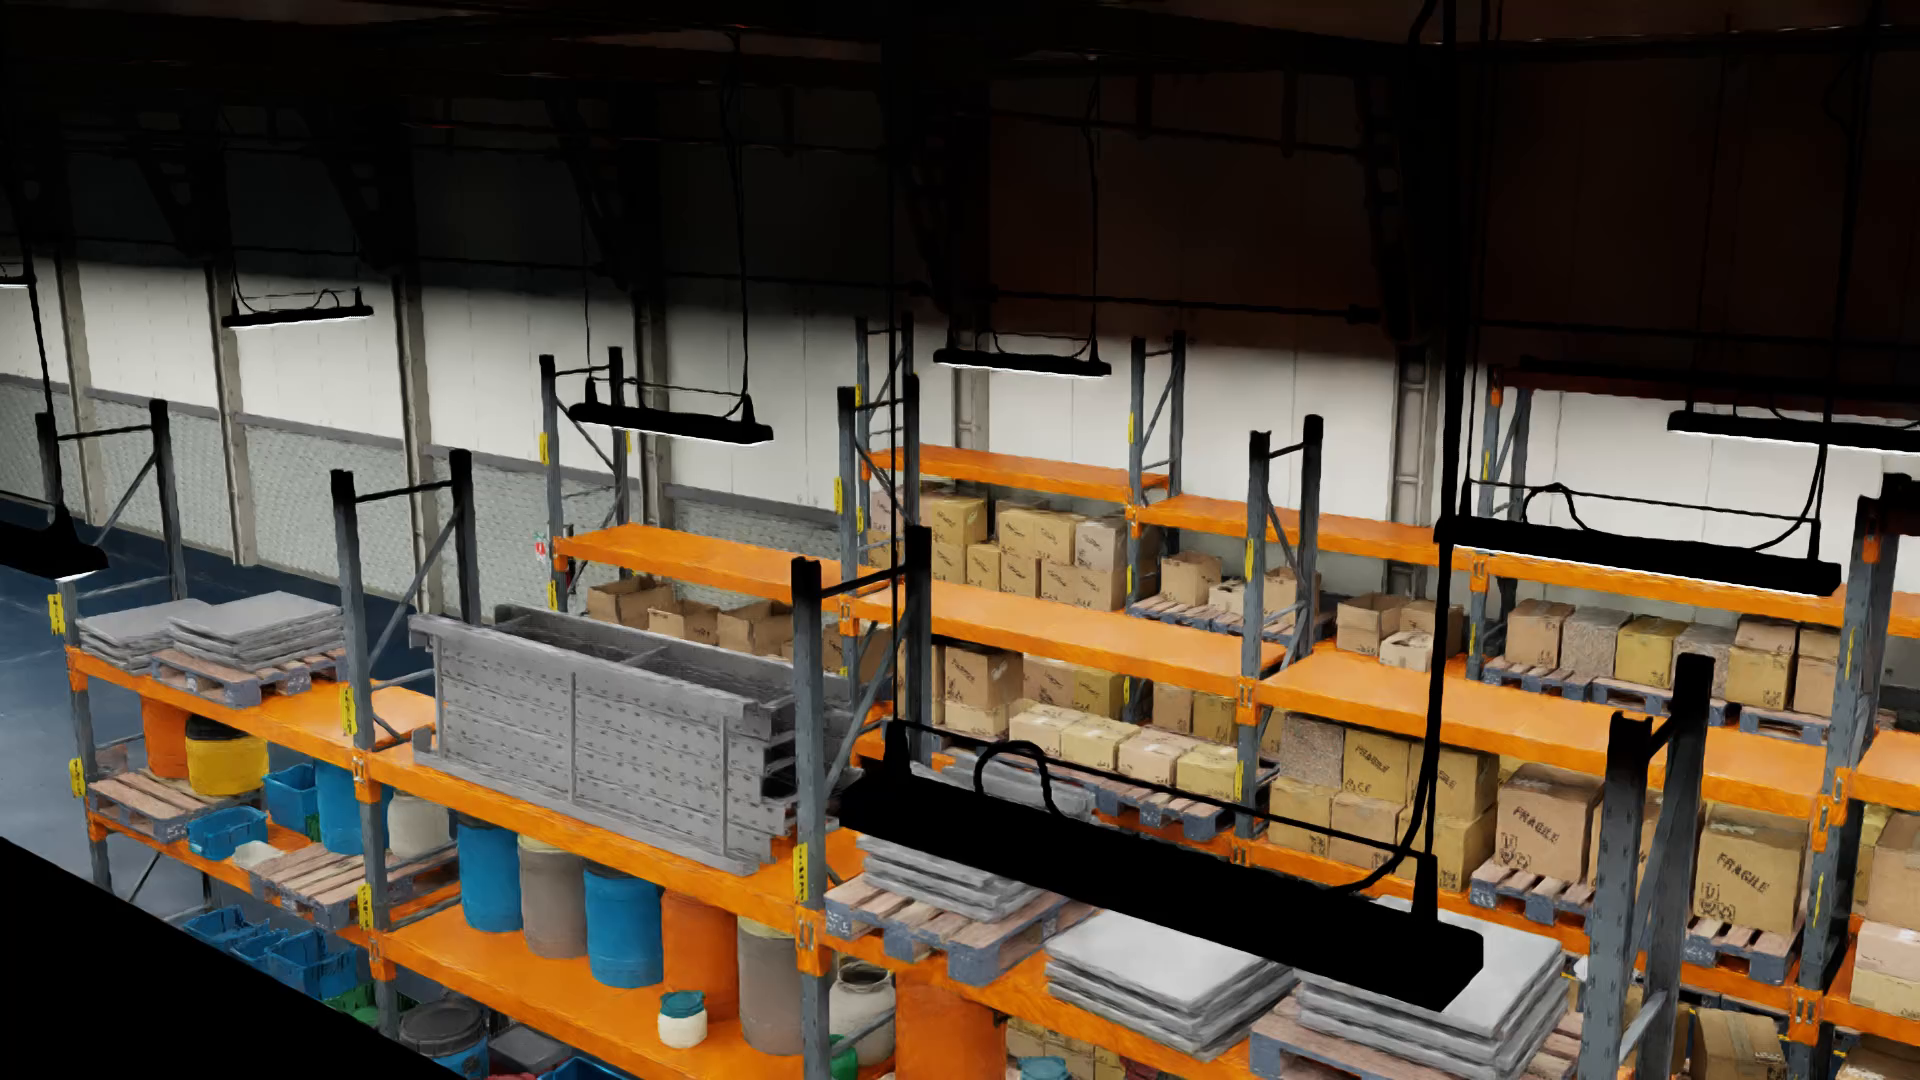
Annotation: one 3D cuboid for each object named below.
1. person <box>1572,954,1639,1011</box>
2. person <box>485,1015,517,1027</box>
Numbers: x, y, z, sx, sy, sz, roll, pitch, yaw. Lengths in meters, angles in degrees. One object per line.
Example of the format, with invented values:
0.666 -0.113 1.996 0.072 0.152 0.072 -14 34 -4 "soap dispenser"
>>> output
5.874 3.763 15.204 1.196 1.698 0.601 9 16 34 "person"
-3.987 3.748 15.541 0.796 1.598 0.656 4 14 17 "person"
